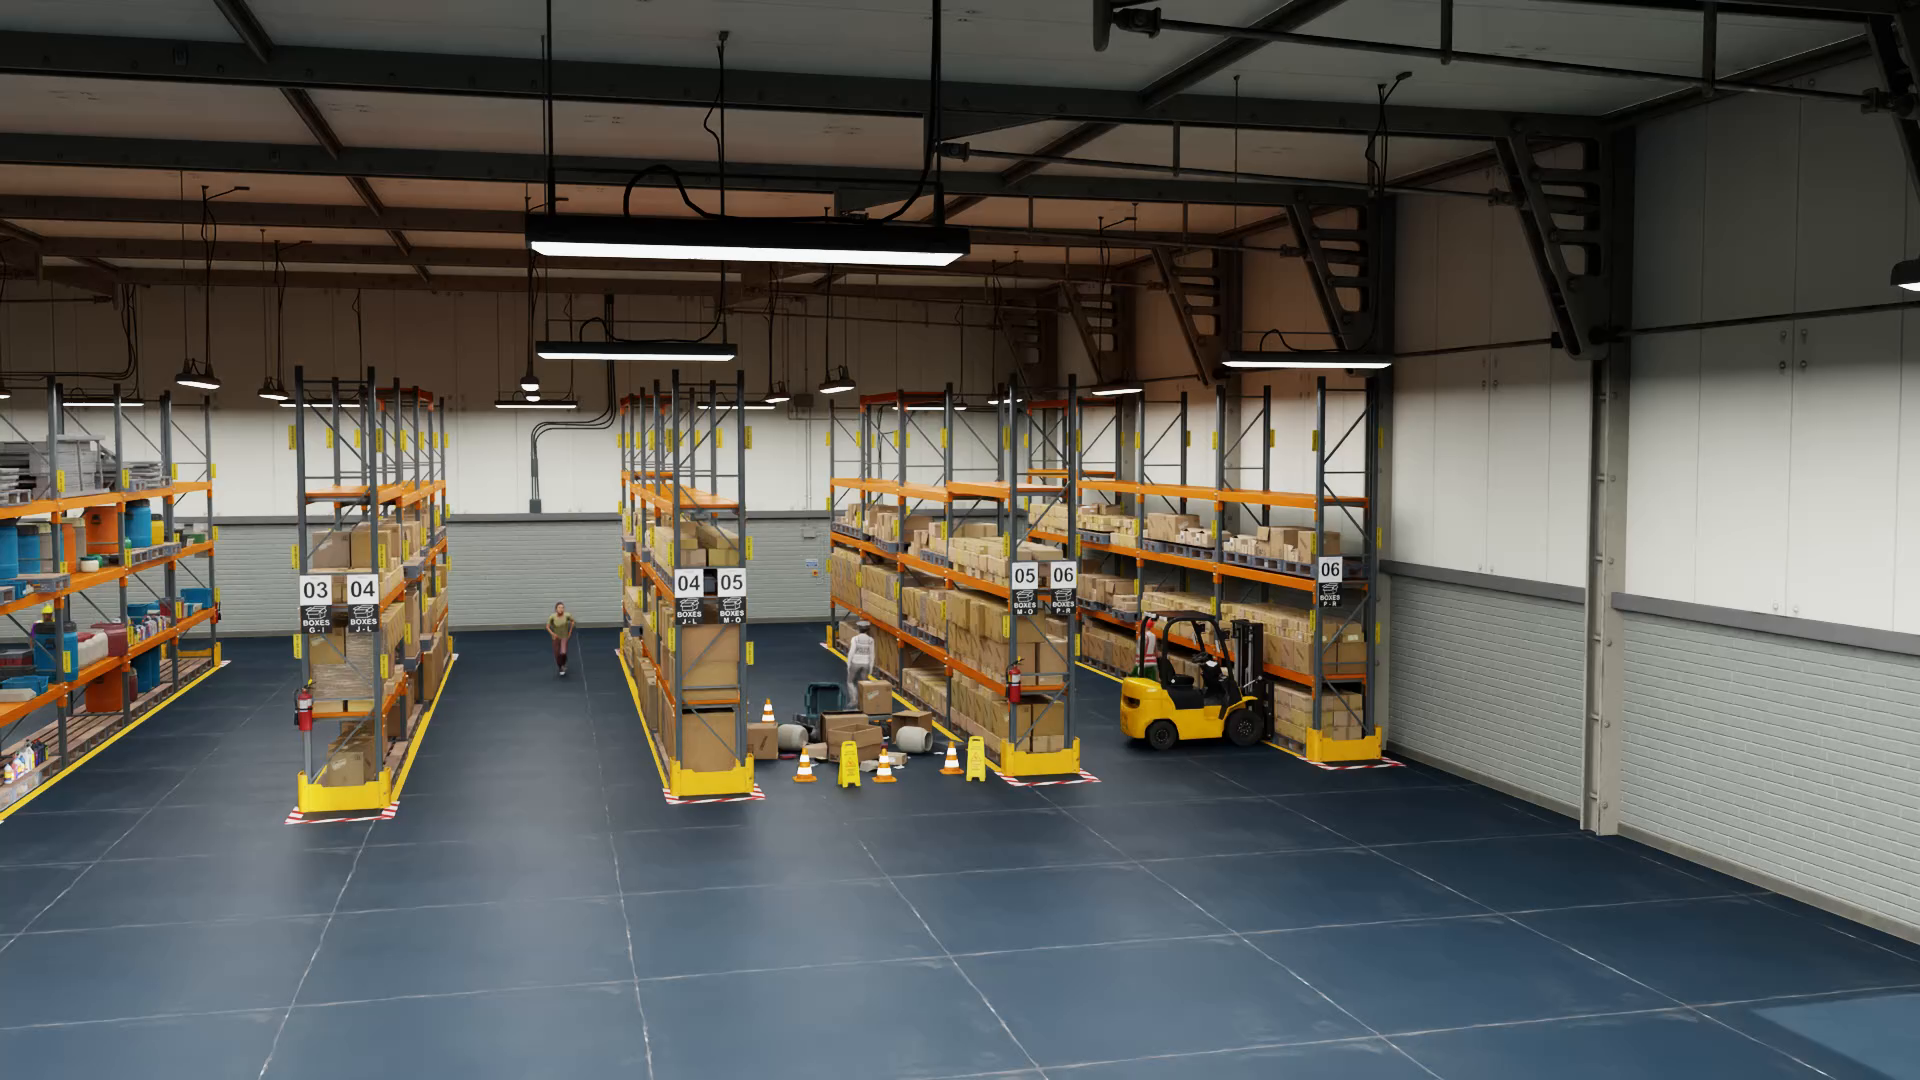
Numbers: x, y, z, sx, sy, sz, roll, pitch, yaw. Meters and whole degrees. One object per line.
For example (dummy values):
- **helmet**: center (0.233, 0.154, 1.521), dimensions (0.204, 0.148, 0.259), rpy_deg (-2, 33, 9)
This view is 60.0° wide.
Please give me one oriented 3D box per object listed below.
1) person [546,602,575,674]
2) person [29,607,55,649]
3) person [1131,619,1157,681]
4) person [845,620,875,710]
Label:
- **person**: center (-8.520, 2.099, 35.478), dimensions (0.565, 1.581, 0.692), rpy_deg (0, 3, -5)
- **person**: center (-18.060, 2.168, 32.849), dimensions (0.545, 1.703, 1.077), rpy_deg (-1, 3, -11)
- **person**: center (3.409, 2.316, 30.230), dimensions (0.519, 1.808, 0.543), rpy_deg (-2, 4, -27)
- **person**: center (-1.854, 2.329, 30.647), dimensions (0.577, 1.679, 0.416), rpy_deg (-1, 4, -16)
